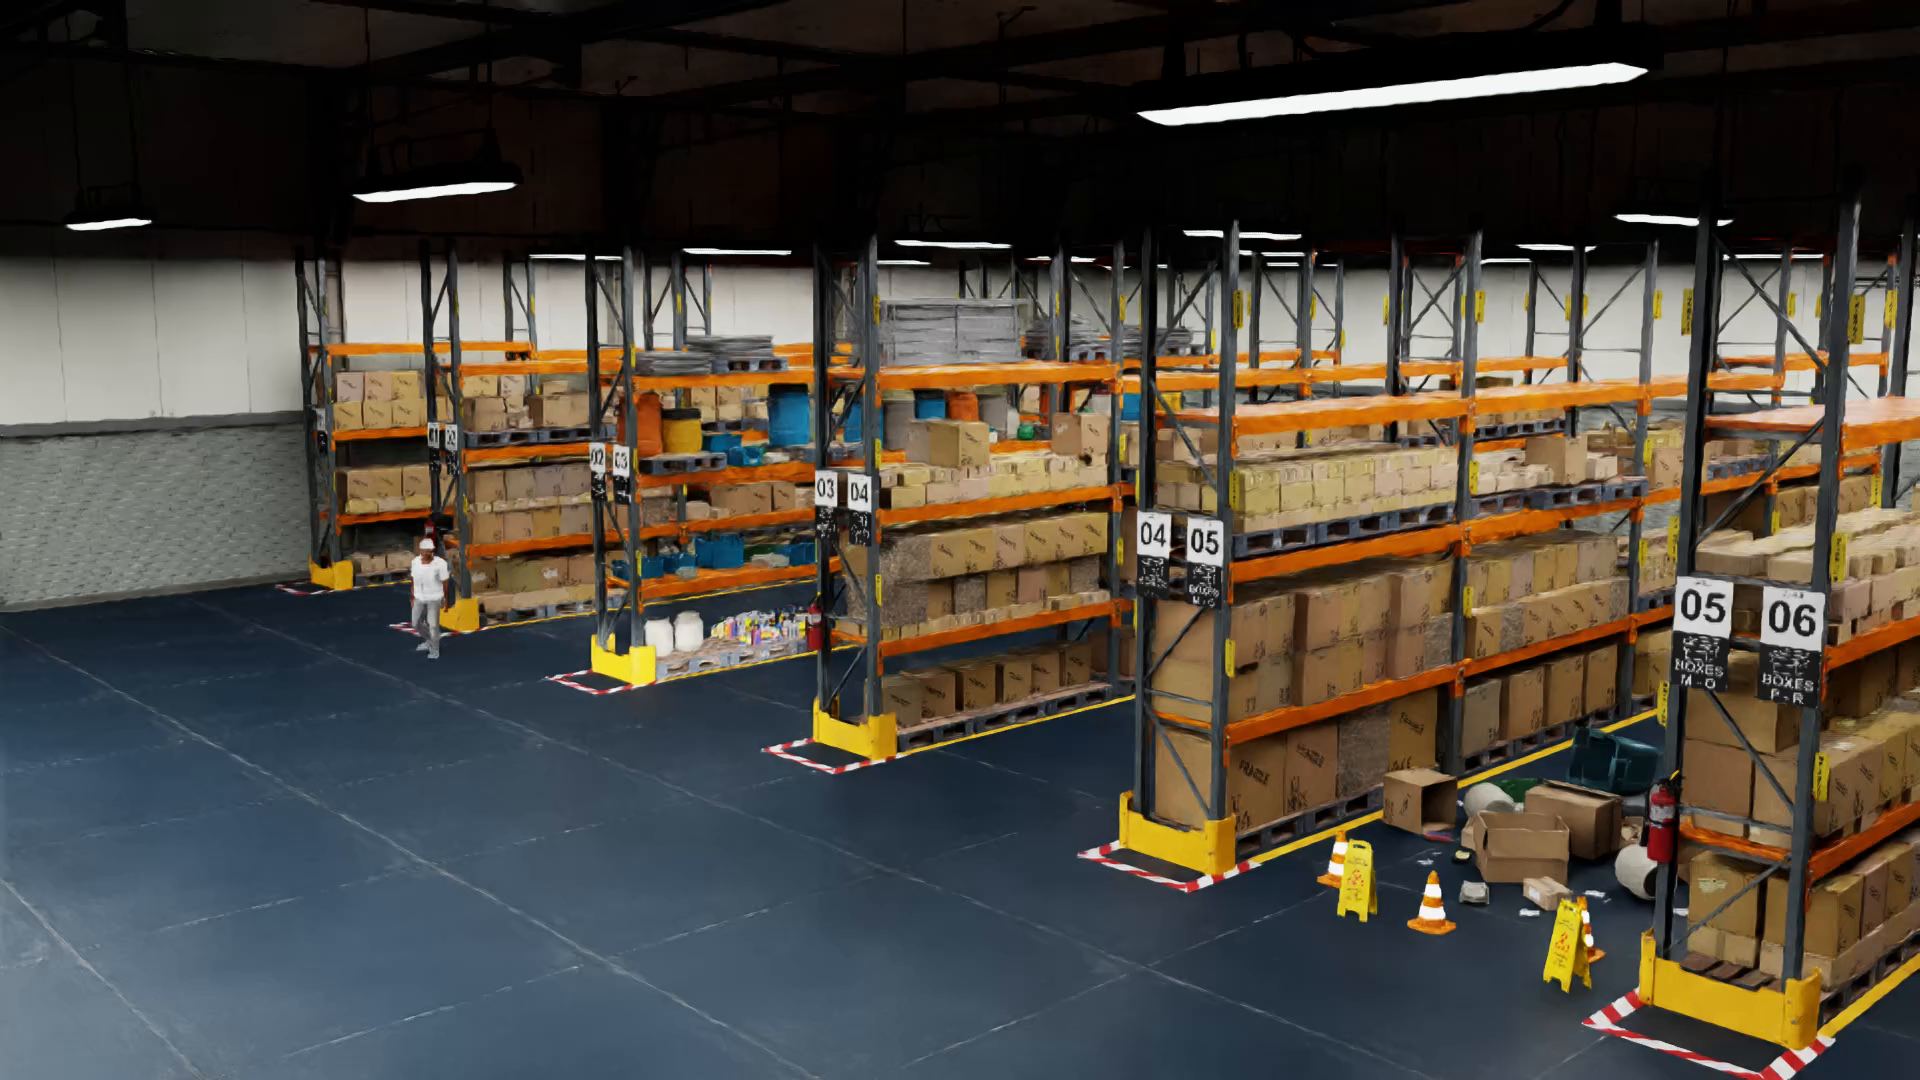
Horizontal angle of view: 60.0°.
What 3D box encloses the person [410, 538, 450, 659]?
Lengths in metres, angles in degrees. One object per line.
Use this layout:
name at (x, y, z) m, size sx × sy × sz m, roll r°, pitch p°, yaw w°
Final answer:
person at (-7.577, 0.823, 23.786) m, size 0.616 × 1.760 × 0.571 m, roll 2°, pitch 9°, yaw 11°
